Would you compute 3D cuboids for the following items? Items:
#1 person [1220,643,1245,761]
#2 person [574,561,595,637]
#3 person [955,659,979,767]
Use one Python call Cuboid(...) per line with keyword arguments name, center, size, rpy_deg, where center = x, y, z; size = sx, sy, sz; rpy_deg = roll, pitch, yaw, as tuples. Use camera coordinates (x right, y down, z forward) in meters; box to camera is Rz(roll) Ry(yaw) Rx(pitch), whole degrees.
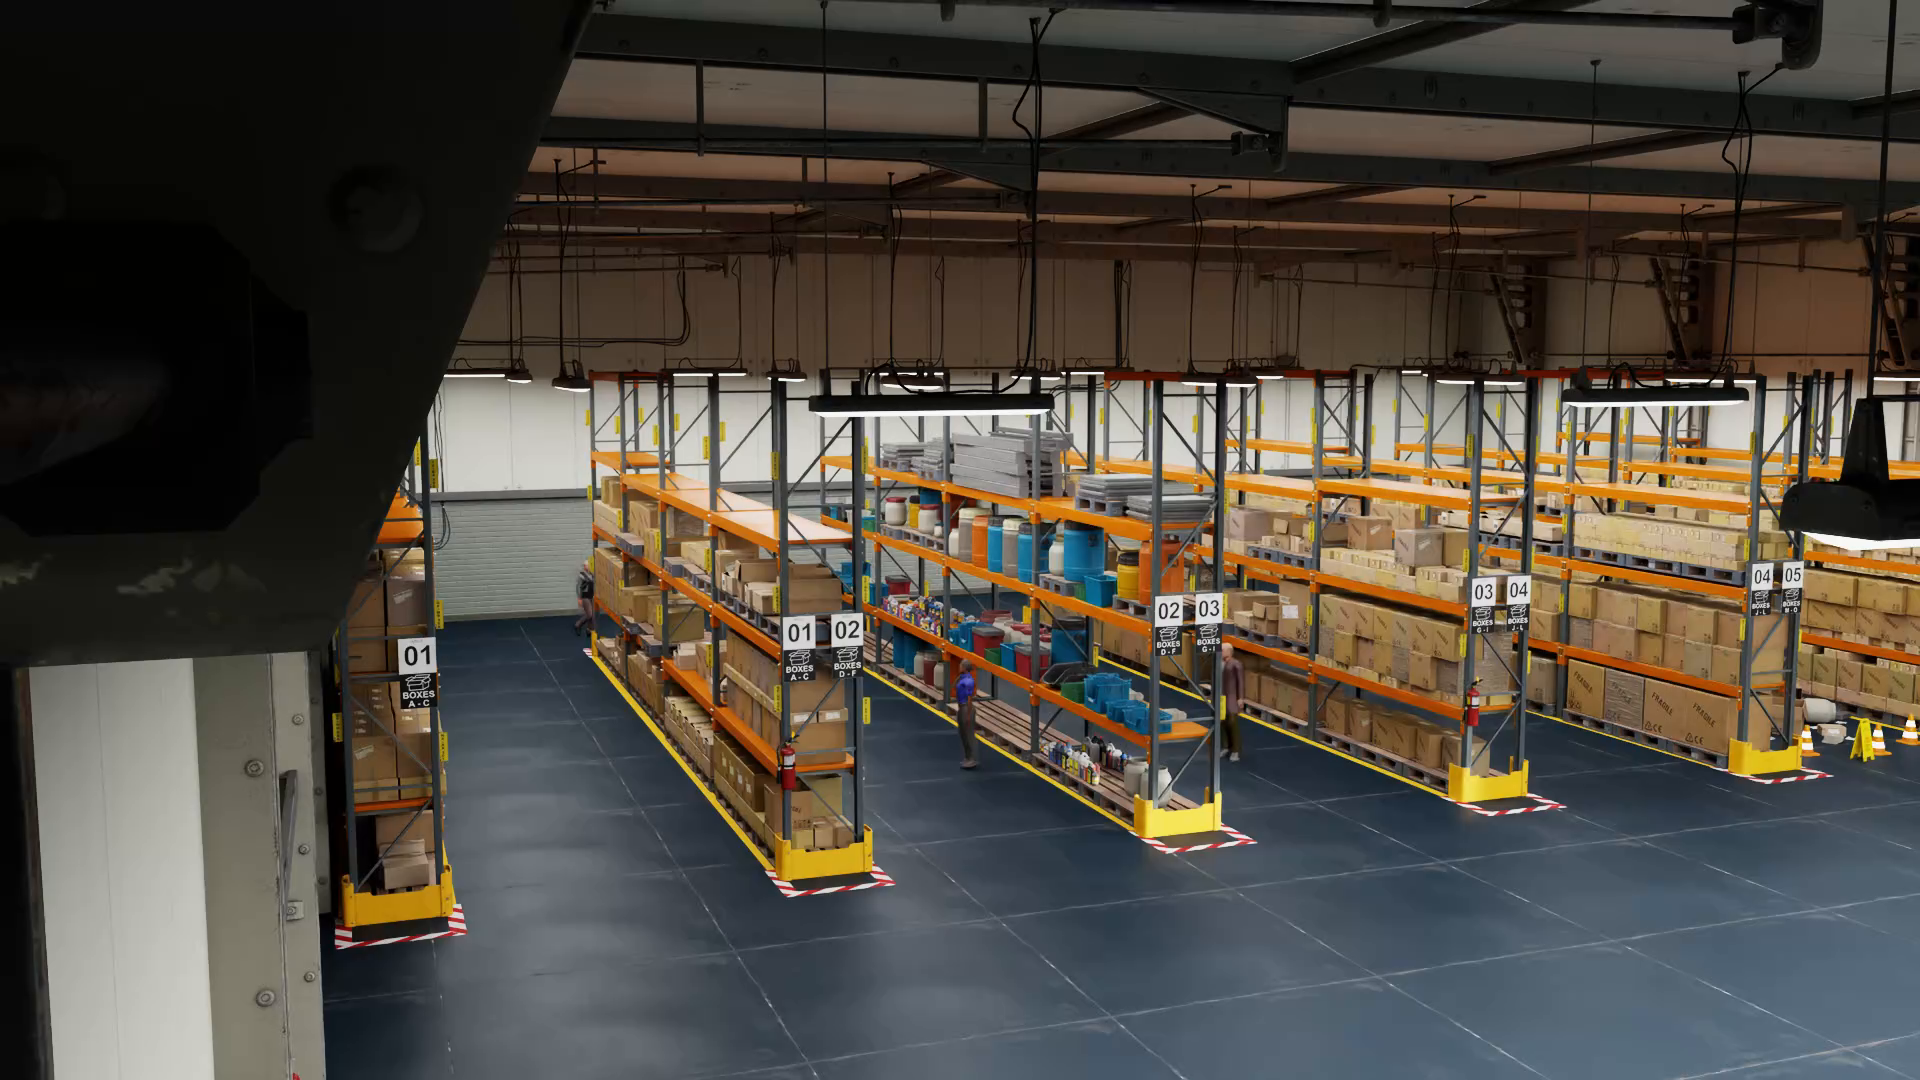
Cuboid(name="person", center=(4.193, 2.540, 26.199), size=(0.396, 1.833, 0.650), rpy_deg=(-4, 8, -32))
Cuboid(name="person", center=(-8.321, 1.314, 37.154), size=(0.510, 1.715, 0.543), rpy_deg=(2, 7, 21))
Cuboid(name="person", center=(0.106, 2.679, 25.562), size=(0.343, 1.689, 0.545), rpy_deg=(-1, 7, -13))
